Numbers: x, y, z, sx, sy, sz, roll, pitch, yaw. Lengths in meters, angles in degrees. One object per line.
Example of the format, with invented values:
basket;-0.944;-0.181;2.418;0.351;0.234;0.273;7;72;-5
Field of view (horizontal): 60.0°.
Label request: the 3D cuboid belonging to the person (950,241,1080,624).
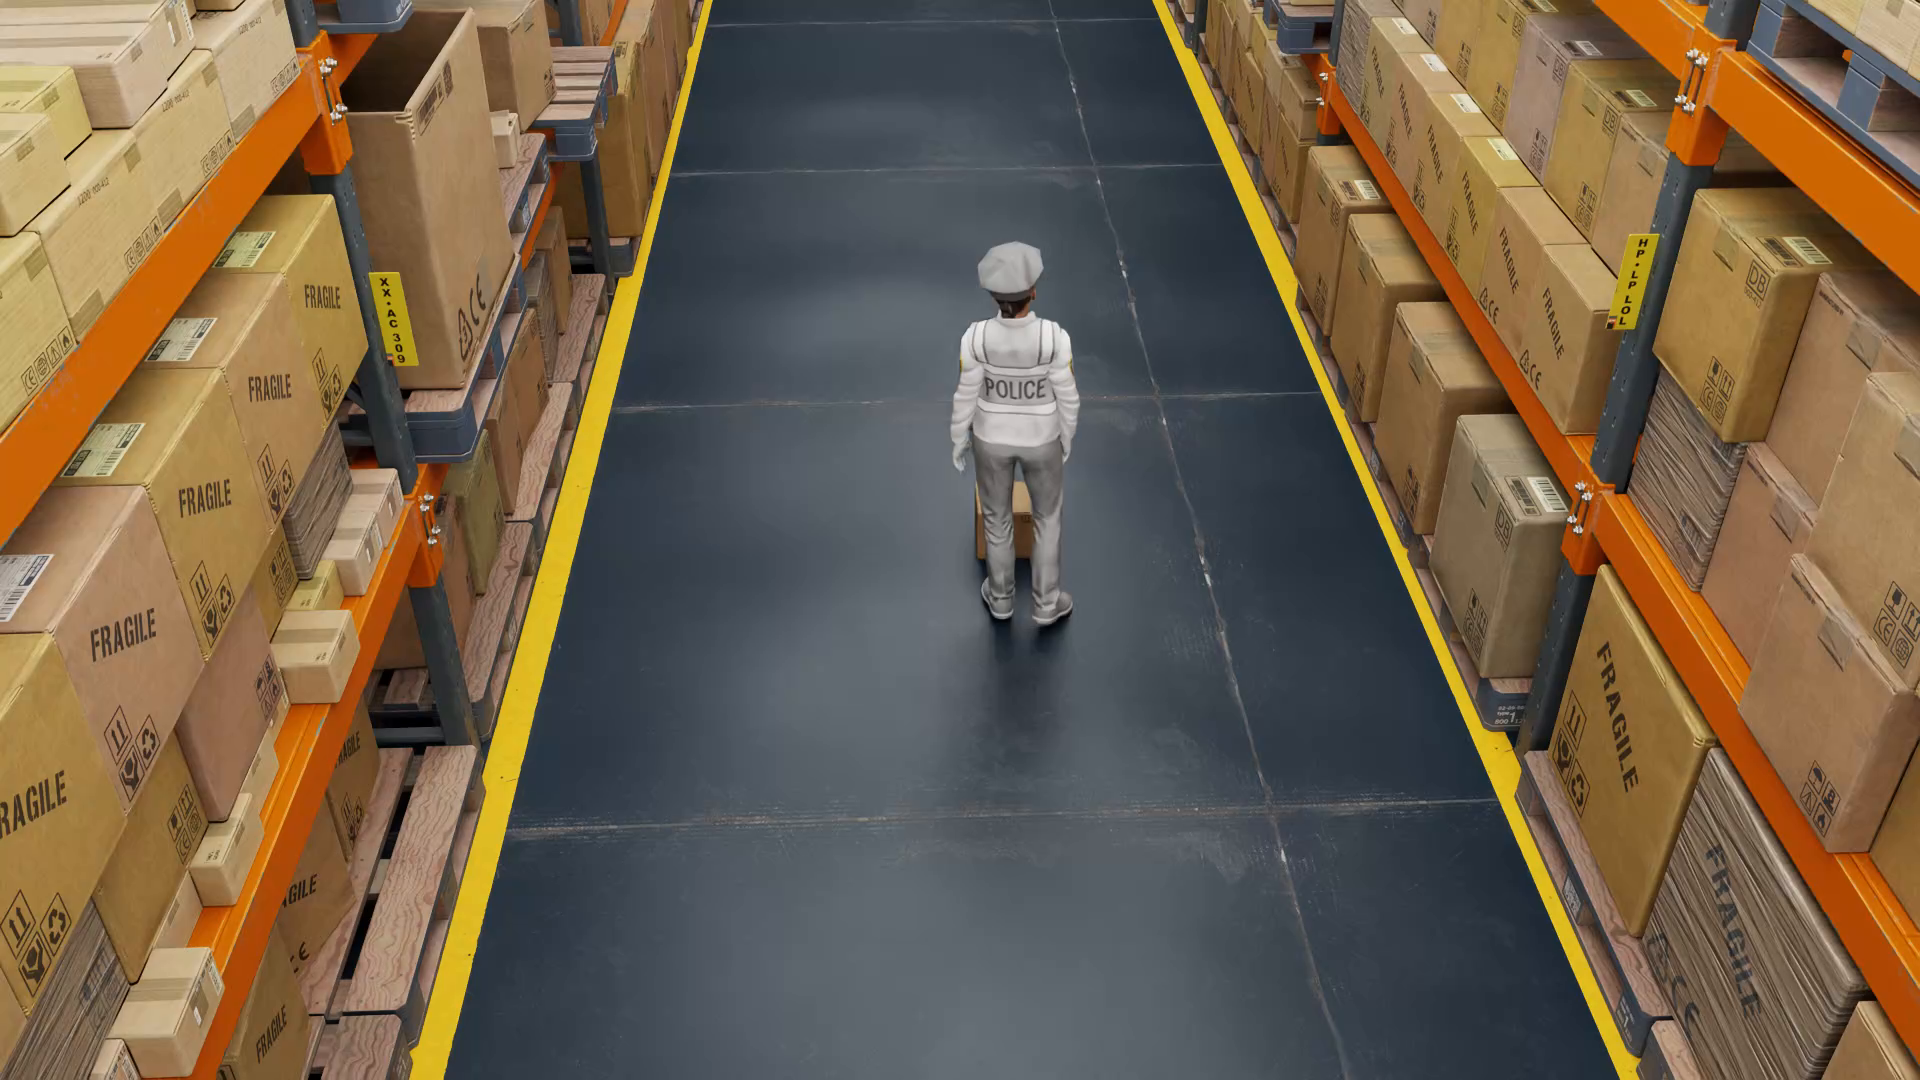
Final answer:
person;0.220;-0.391;6.667;0.521;1.710;0.350;1;35;2
